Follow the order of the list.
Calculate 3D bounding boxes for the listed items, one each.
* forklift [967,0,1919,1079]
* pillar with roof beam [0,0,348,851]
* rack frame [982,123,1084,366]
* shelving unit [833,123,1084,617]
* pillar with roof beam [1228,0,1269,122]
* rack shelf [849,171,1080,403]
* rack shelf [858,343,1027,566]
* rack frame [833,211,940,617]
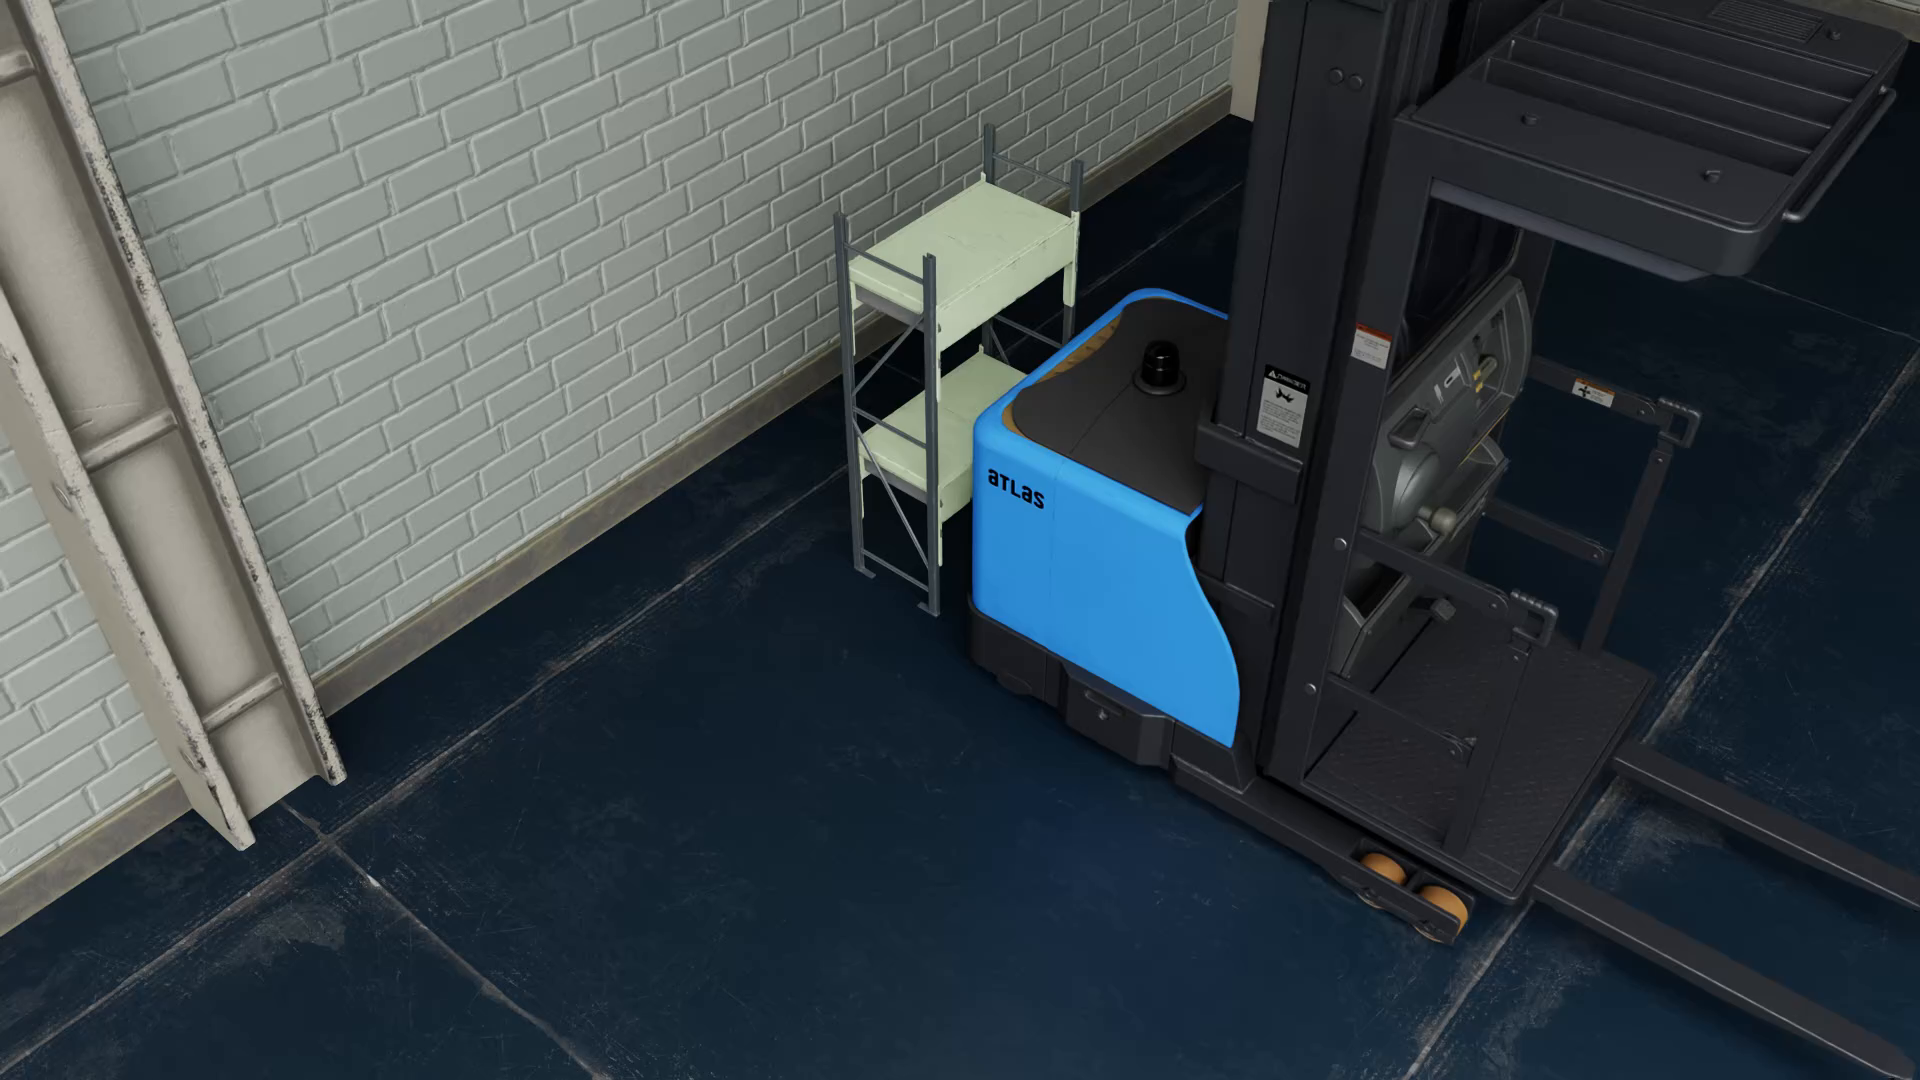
[{"bbox_3d":[1.499,-0.302,4.403,3.031,2.935,1.130,28,49,27],"label":"forklift"},{"bbox_3d":[1.063,-0.662,0.290,9.100,9.000,0.400,29,50,28],"label":"pillar with roof beam"},{"bbox_3d":[0.240,-0.747,5.956,0.400,1.500,0.023,29,50,28],"label":"rack frame"},{"bbox_3d":[0.004,-0.558,5.749,0.431,1.500,0.755,29,50,28],"label":"shelving unit"},{"bbox_3d":[4.925,-3.752,3.687,9.100,9.000,0.400,29,50,28],"label":"pillar with roof beam"},{"bbox_3d":[0.004,-0.847,5.487,0.431,0.370,0.720,29,50,28],"label":"rack shelf"},{"bbox_3d":[0.004,-0.317,5.969,0.431,0.370,0.720,29,50,28],"label":"rack shelf"},{"bbox_3d":[-0.231,-0.370,5.542,0.400,1.500,0.023,29,50,28],"label":"rack frame"}]
